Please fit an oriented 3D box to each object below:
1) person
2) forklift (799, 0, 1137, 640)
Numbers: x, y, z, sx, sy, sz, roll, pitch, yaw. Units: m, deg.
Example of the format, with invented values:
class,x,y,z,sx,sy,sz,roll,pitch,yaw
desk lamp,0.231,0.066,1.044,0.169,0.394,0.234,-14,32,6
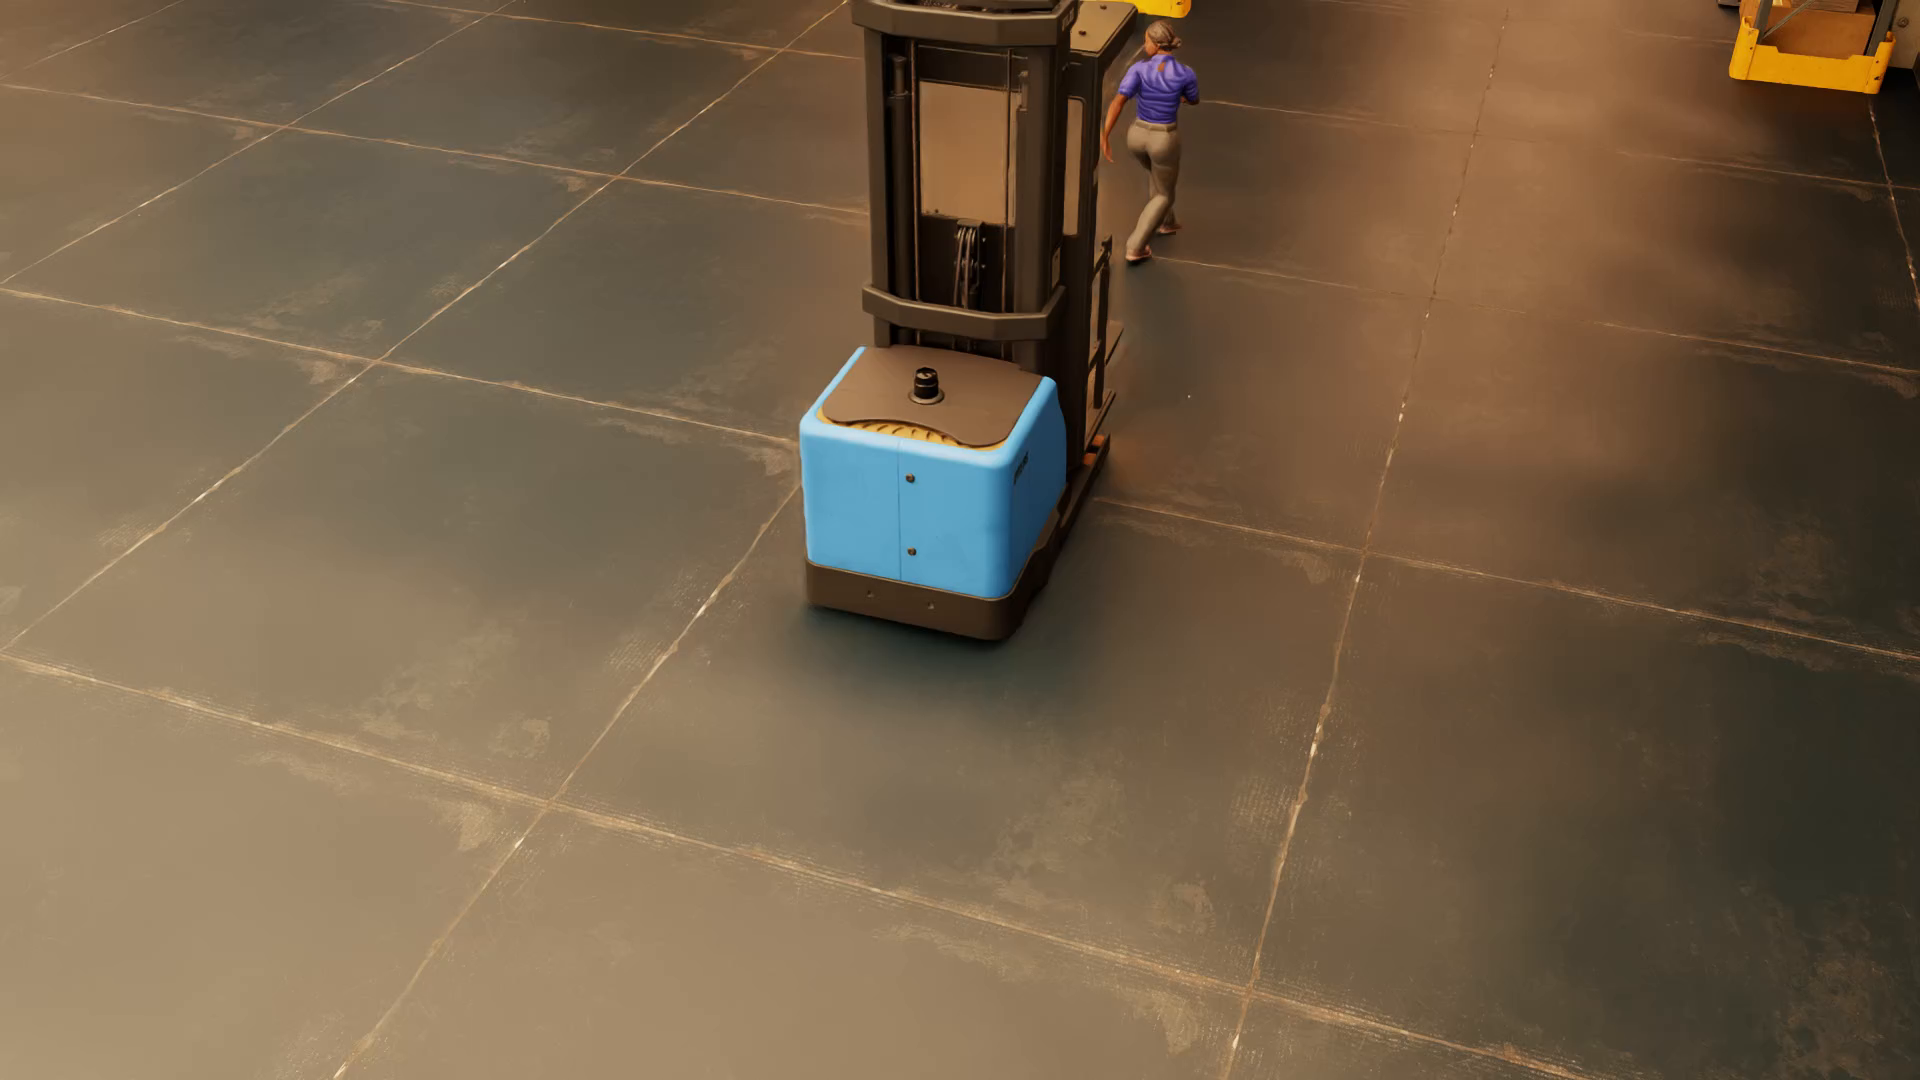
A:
class,x,y,z,sx,sy,sz,roll,pitch,yaw
person,1.314,-2.667,11.079,0.470,1.608,0.904,17,39,23
forklift,0.197,-1.572,8.328,1.130,2.935,3.031,11,37,15
